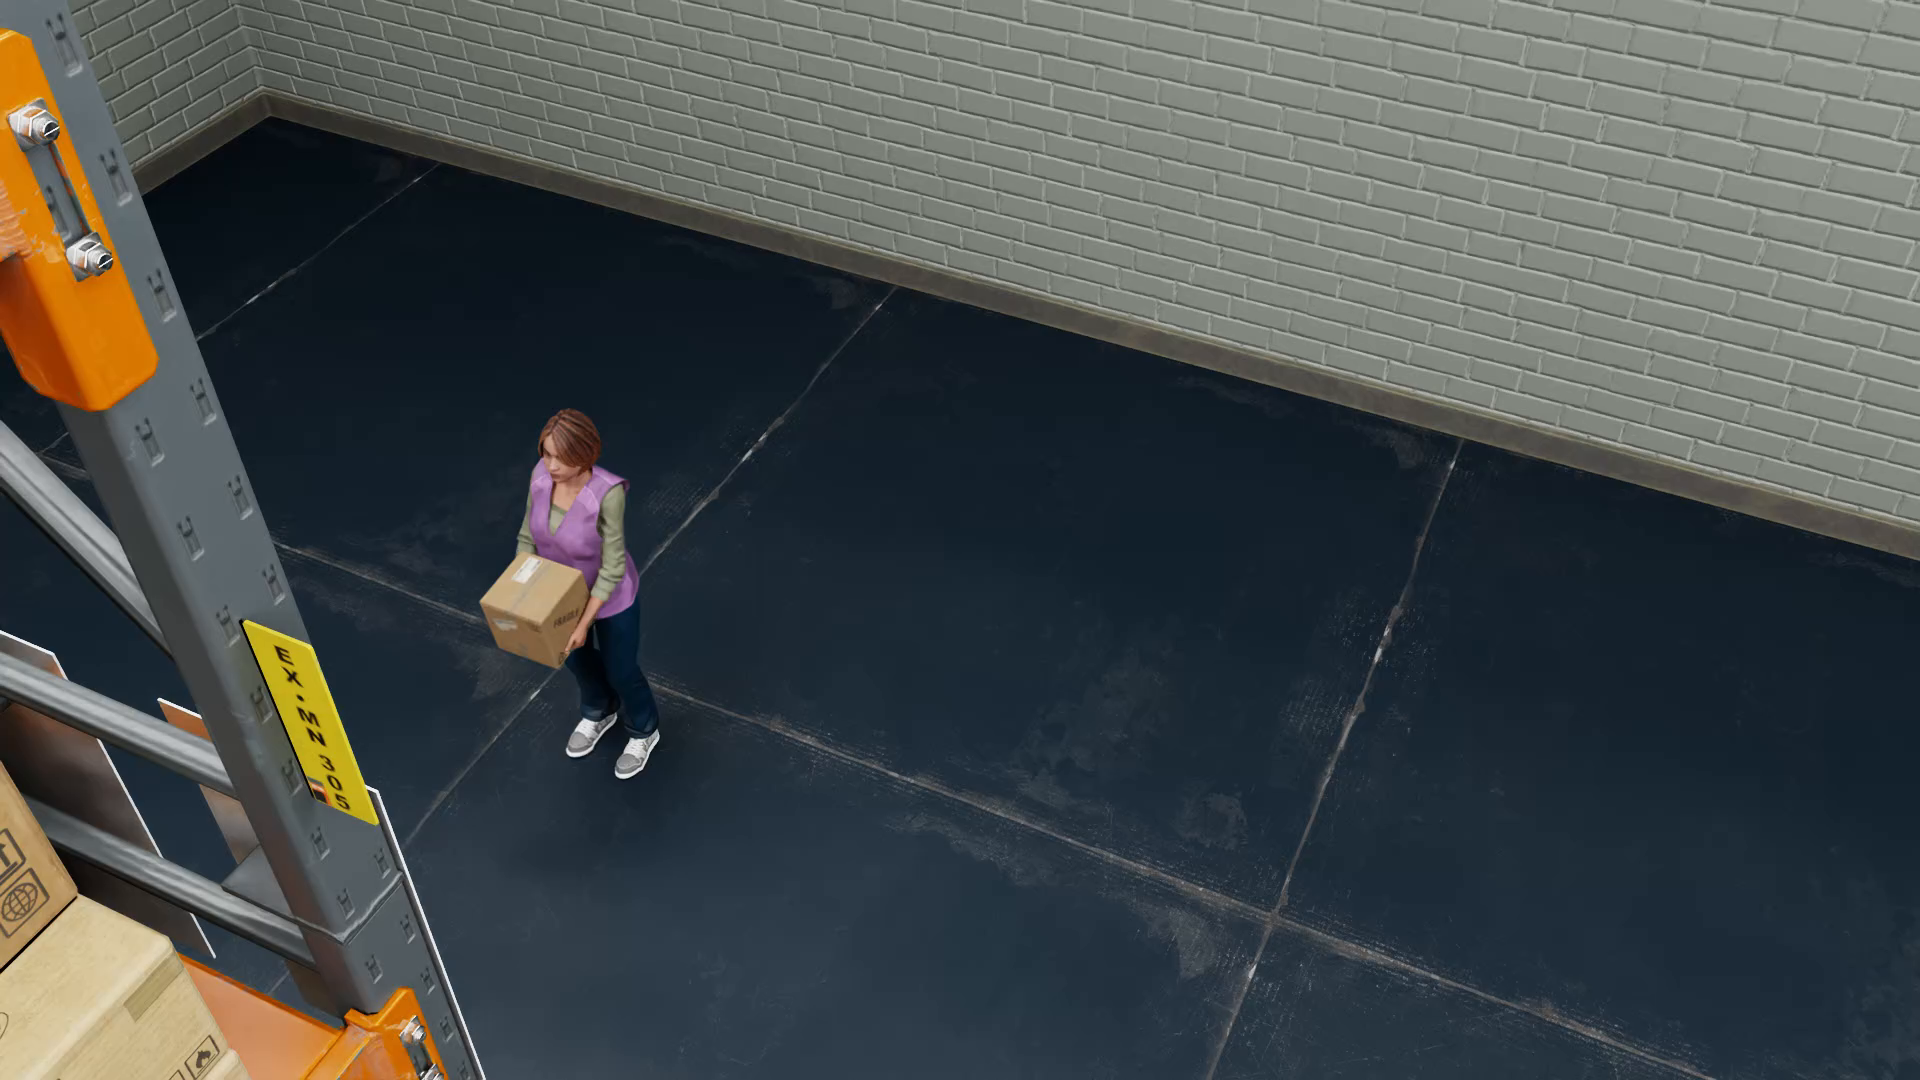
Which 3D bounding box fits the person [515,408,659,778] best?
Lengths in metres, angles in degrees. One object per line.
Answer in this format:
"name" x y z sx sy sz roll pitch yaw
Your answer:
"person" -1.354 0.247 5.897 0.425 1.596 0.489 17 45 18
